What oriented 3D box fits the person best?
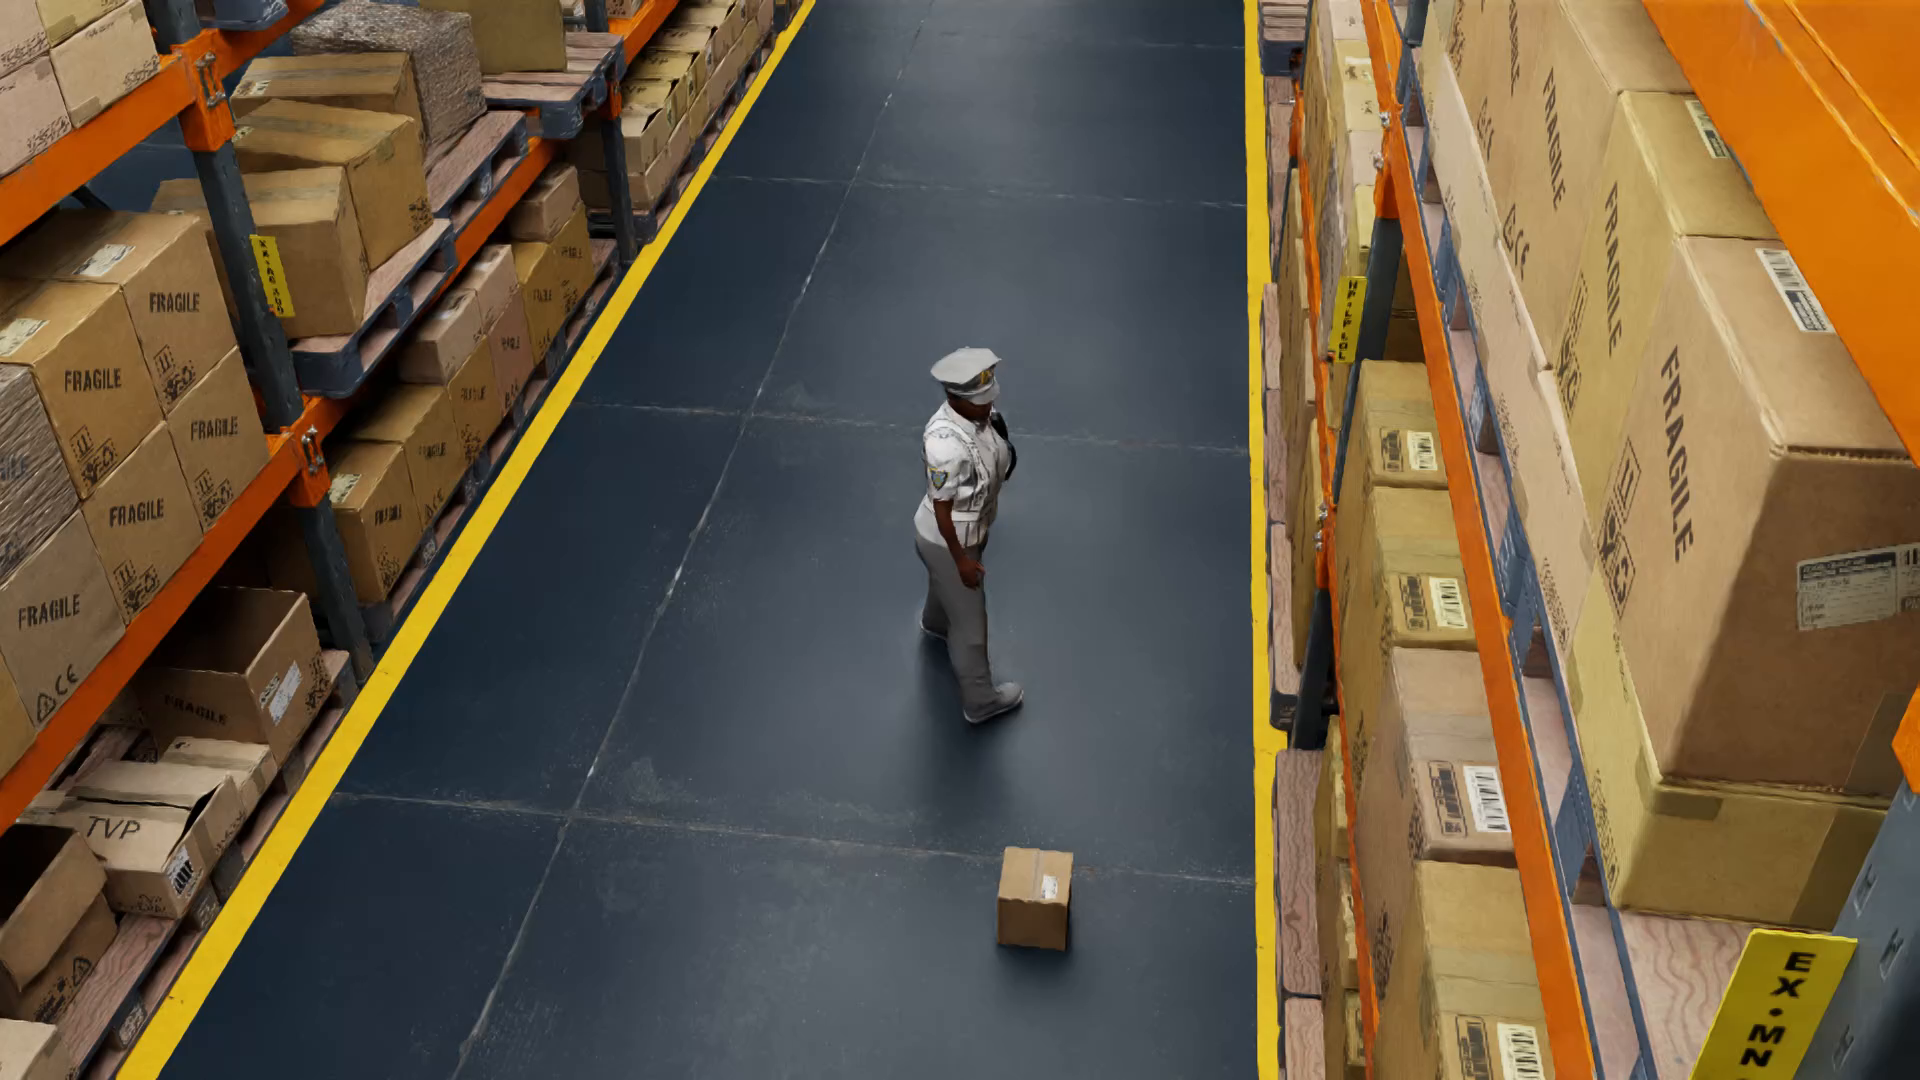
[{"bbox_3d":[0.028,-0.064,6.745,0.555,1.666,0.589,11,38,15],"label":"person"}]
